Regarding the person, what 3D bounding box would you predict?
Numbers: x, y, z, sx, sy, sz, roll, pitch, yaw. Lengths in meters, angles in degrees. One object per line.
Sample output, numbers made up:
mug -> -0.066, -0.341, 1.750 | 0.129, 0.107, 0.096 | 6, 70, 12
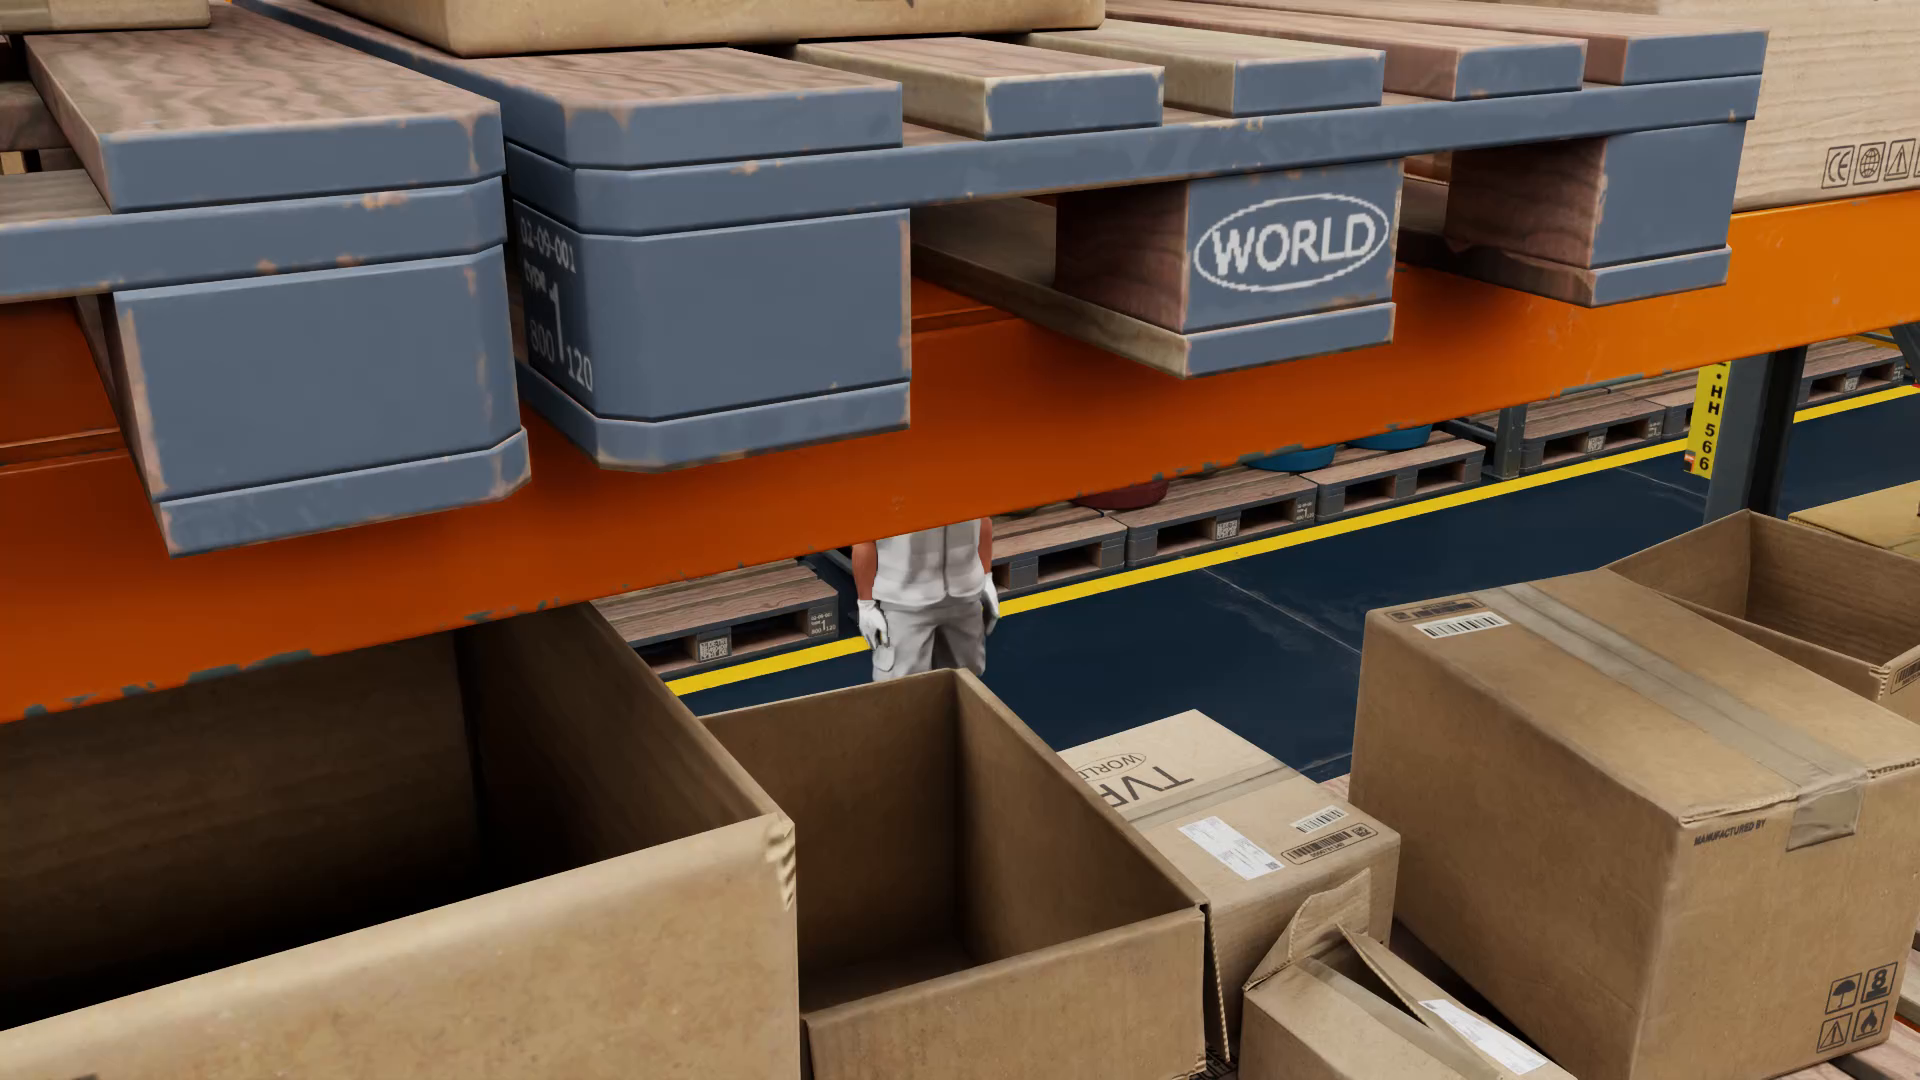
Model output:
person -> -0.088, 0.206, 5.535 | 0.522, 1.789, 0.409 | -12, 25, -28
